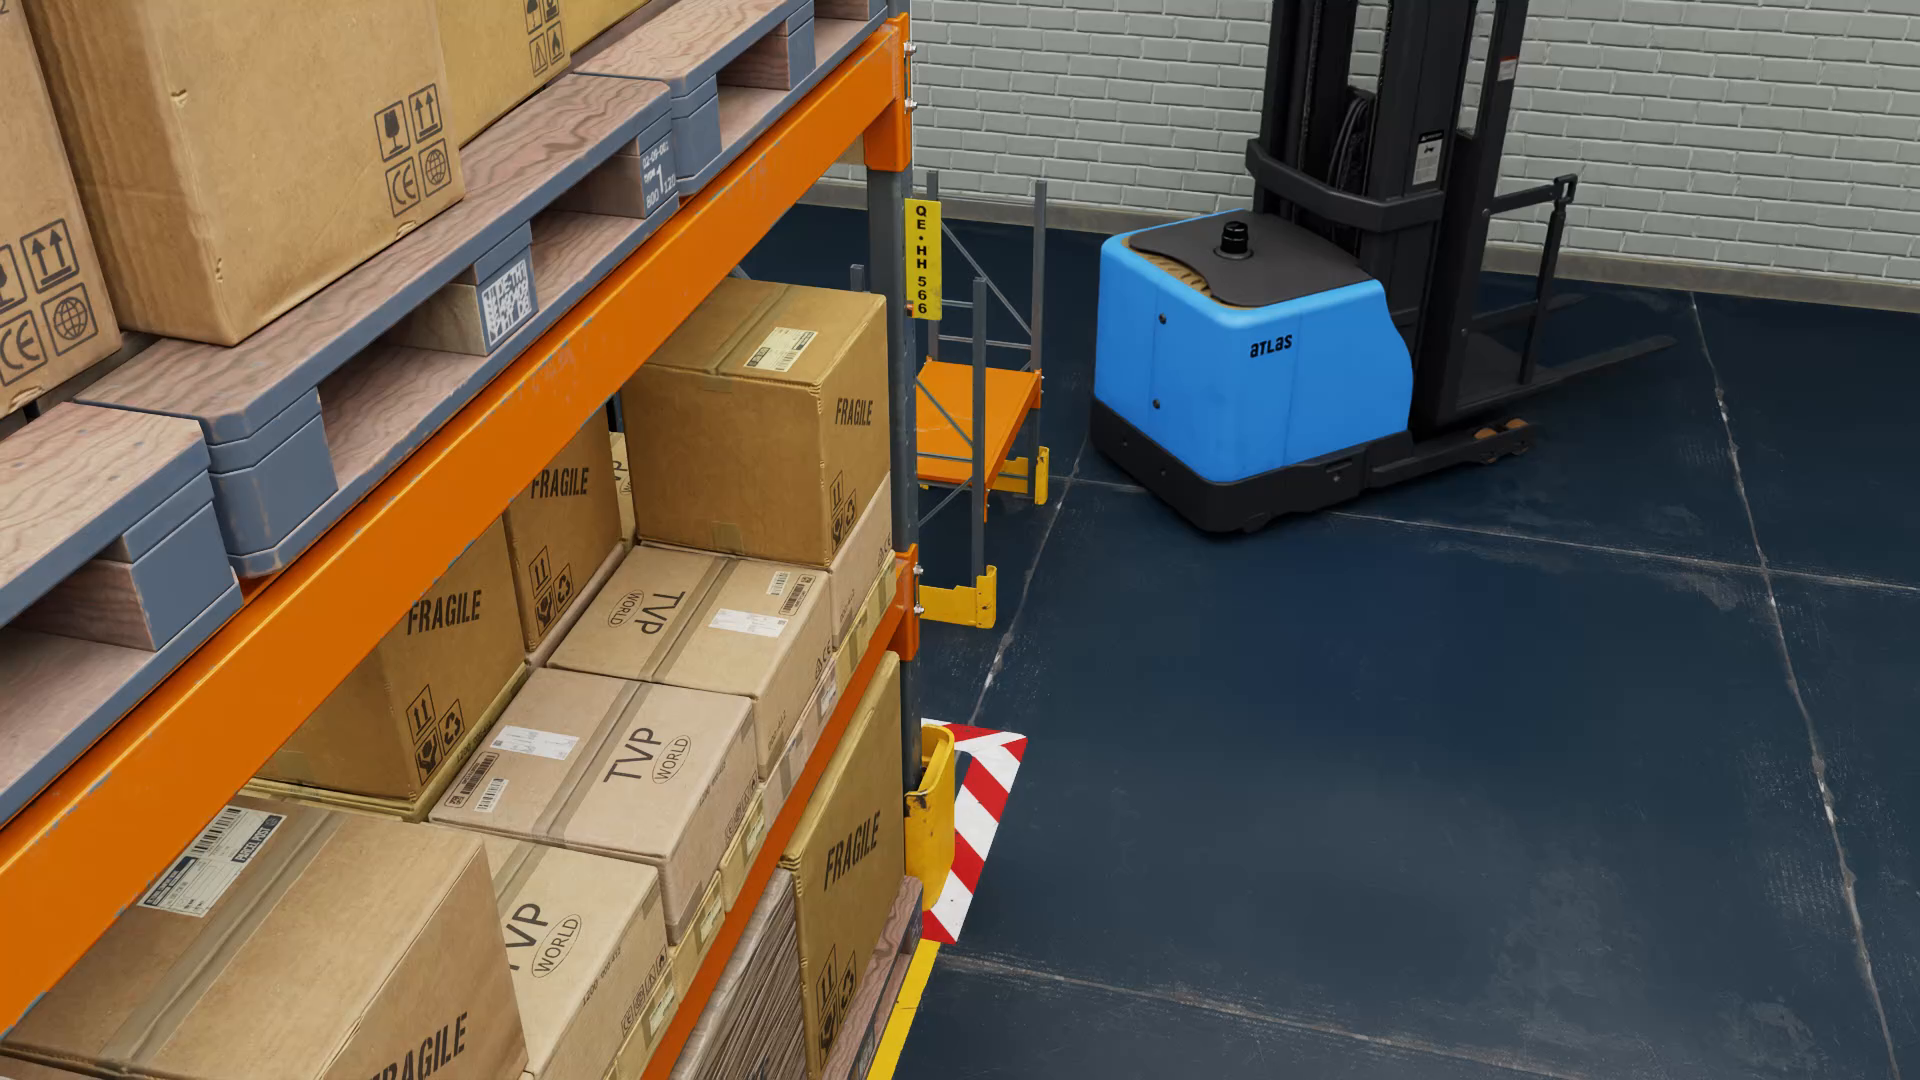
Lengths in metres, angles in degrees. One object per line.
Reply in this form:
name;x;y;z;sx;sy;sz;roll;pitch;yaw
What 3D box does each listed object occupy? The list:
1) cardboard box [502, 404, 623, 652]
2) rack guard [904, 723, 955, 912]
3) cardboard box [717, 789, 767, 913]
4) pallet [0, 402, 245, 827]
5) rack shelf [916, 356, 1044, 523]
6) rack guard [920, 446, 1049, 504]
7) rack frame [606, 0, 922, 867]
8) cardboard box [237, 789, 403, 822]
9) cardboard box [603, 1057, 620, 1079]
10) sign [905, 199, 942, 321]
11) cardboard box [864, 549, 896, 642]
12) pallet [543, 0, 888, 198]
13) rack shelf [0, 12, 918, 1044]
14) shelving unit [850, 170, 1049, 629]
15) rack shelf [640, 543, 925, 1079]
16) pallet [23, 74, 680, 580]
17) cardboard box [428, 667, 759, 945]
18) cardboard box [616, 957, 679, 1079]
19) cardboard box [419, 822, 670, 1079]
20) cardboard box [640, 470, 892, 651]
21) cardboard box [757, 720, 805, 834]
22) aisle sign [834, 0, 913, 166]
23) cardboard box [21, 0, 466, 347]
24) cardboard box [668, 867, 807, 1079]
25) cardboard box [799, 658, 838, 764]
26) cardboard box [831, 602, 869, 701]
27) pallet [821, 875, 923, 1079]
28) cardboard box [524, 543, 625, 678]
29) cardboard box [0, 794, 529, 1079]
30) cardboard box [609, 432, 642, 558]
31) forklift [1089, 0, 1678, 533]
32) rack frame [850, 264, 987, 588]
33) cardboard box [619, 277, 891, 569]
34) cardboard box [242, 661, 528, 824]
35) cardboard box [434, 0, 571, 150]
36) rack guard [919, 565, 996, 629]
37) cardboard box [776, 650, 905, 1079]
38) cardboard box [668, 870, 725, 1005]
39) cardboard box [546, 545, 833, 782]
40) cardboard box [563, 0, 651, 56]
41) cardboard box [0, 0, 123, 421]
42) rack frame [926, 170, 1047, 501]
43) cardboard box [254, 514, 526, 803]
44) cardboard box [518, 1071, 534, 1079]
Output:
cardboard box;-1.128;-0.120;3.806;0.500;0.500;0.500;7;33;11
rack guard;-0.613;0.830;5.479;1.175;0.500;0.348;8;33;12
cardboard box;-0.648;0.653;3.661;0.380;0.149;0.250;7;33;11
pallet;-1.416;0.211;1.408;1.003;0.211;1.213;8;33;12
rack shelf;-0.022;-0.437;6.874;0.538;0.185;1.000;8;33;12
rack guard;0.107;-0.324;7.527;0.587;0.250;0.087;8;33;12
rack frame;-0.619;-0.213;4.789;1.000;3.000;0.127;8;33;12
cardboard box;-1.385;0.740;3.153;0.500;0.250;0.500;7;33;11
cardboard box;-0.843;1.052;3.034;0.380;0.149;0.250;7;33;11
sign;-0.097;-0.720;4.287;0.100;0.325;0.005;8;33;12
cardboard box;-0.390;0.123;4.495;0.380;0.149;0.250;9;33;13
pallet;-0.797;-1.055;3.400;1.003;0.211;1.213;8;33;12
rack shelf;-1.126;-0.137;2.544;1.077;0.370;4.000;8;33;12
shelving unit;-0.019;-0.593;6.785;0.587;1.500;1.083;8;33;12
rack shelf;-1.126;1.129;3.349;1.077;0.370;4.000;8;33;12
pallet;-1.104;-0.420;2.401;1.003;0.211;1.213;8;33;12
cardboard box;-0.743;0.540;3.467;0.500;0.250;0.500;7;33;11
cardboard box;-0.779;0.916;3.247;0.380;0.149;0.250;9;33;13
cardboard box;-0.871;0.811;3.041;0.500;0.250;0.500;8;33;12
cardboard box;-0.485;0.013;4.297;0.500;0.250;0.500;7;33;12
cardboard box;-0.584;0.518;3.873;0.380;0.149;0.250;9;33;13
aisle sign;-0.310;-1.306;4.086;0.394;0.787;0.004;8;33;12
cardboard box;-1.082;-0.609;2.039;0.700;0.500;0.500;9;34;14
cardboard box;-0.935;1.322;3.964;0.875;0.875;0.875;8;33;12
cardboard box;-0.520;0.389;4.077;0.380;0.149;0.250;8;33;12
cardboard box;-0.455;0.258;4.282;0.380;0.149;0.250;8;33;13
pallet;-0.746;1.390;4.867;1.003;0.211;1.213;8;33;12
cardboard box;-1.127;0.208;3.989;0.500;0.250;0.500;8;33;12
cardboard box;-1.005;0.745;2.445;0.500;0.500;0.500;7;33;11
cardboard box;-1.002;-0.063;4.415;0.500;0.250;0.500;7;33;11
forklift;2.152;-1.824;7.388;3.031;2.935;1.130;-16;36;-24
rack frame;-0.151;-0.325;6.363;0.500;1.500;0.032;8;33;12
cardboard box;-0.488;-0.303;4.094;0.500;0.500;0.500;8;33;13
cardboard box;-1.258;0.468;3.580;0.500;0.250;0.500;7;33;11
cardboard box;-1.042;-0.913;2.516;0.700;0.500;0.500;6;33;9
rack guard;-0.146;0.193;6.714;0.587;0.250;0.087;8;33;12
cardboard box;-0.704;0.850;4.707;0.875;0.875;0.875;8;33;12
cardboard box;-0.714;0.788;3.449;0.380;0.149;0.250;8;33;13
cardboard box;-0.614;0.276;3.883;0.500;0.250;0.500;7;33;12
cardboard box;-0.958;-1.188;2.948;0.700;0.500;0.500;7;33;11
cardboard box;-1.352;-0.357;1.642;0.700;0.500;0.500;10;34;15
rack frame;0.107;-0.852;7.193;0.500;1.500;0.032;8;33;12
cardboard box;-1.254;0.150;3.382;0.500;0.500;0.500;7;33;11
cardboard box;-1.004;1.066;2.640;0.500;0.250;0.500;9;33;14
